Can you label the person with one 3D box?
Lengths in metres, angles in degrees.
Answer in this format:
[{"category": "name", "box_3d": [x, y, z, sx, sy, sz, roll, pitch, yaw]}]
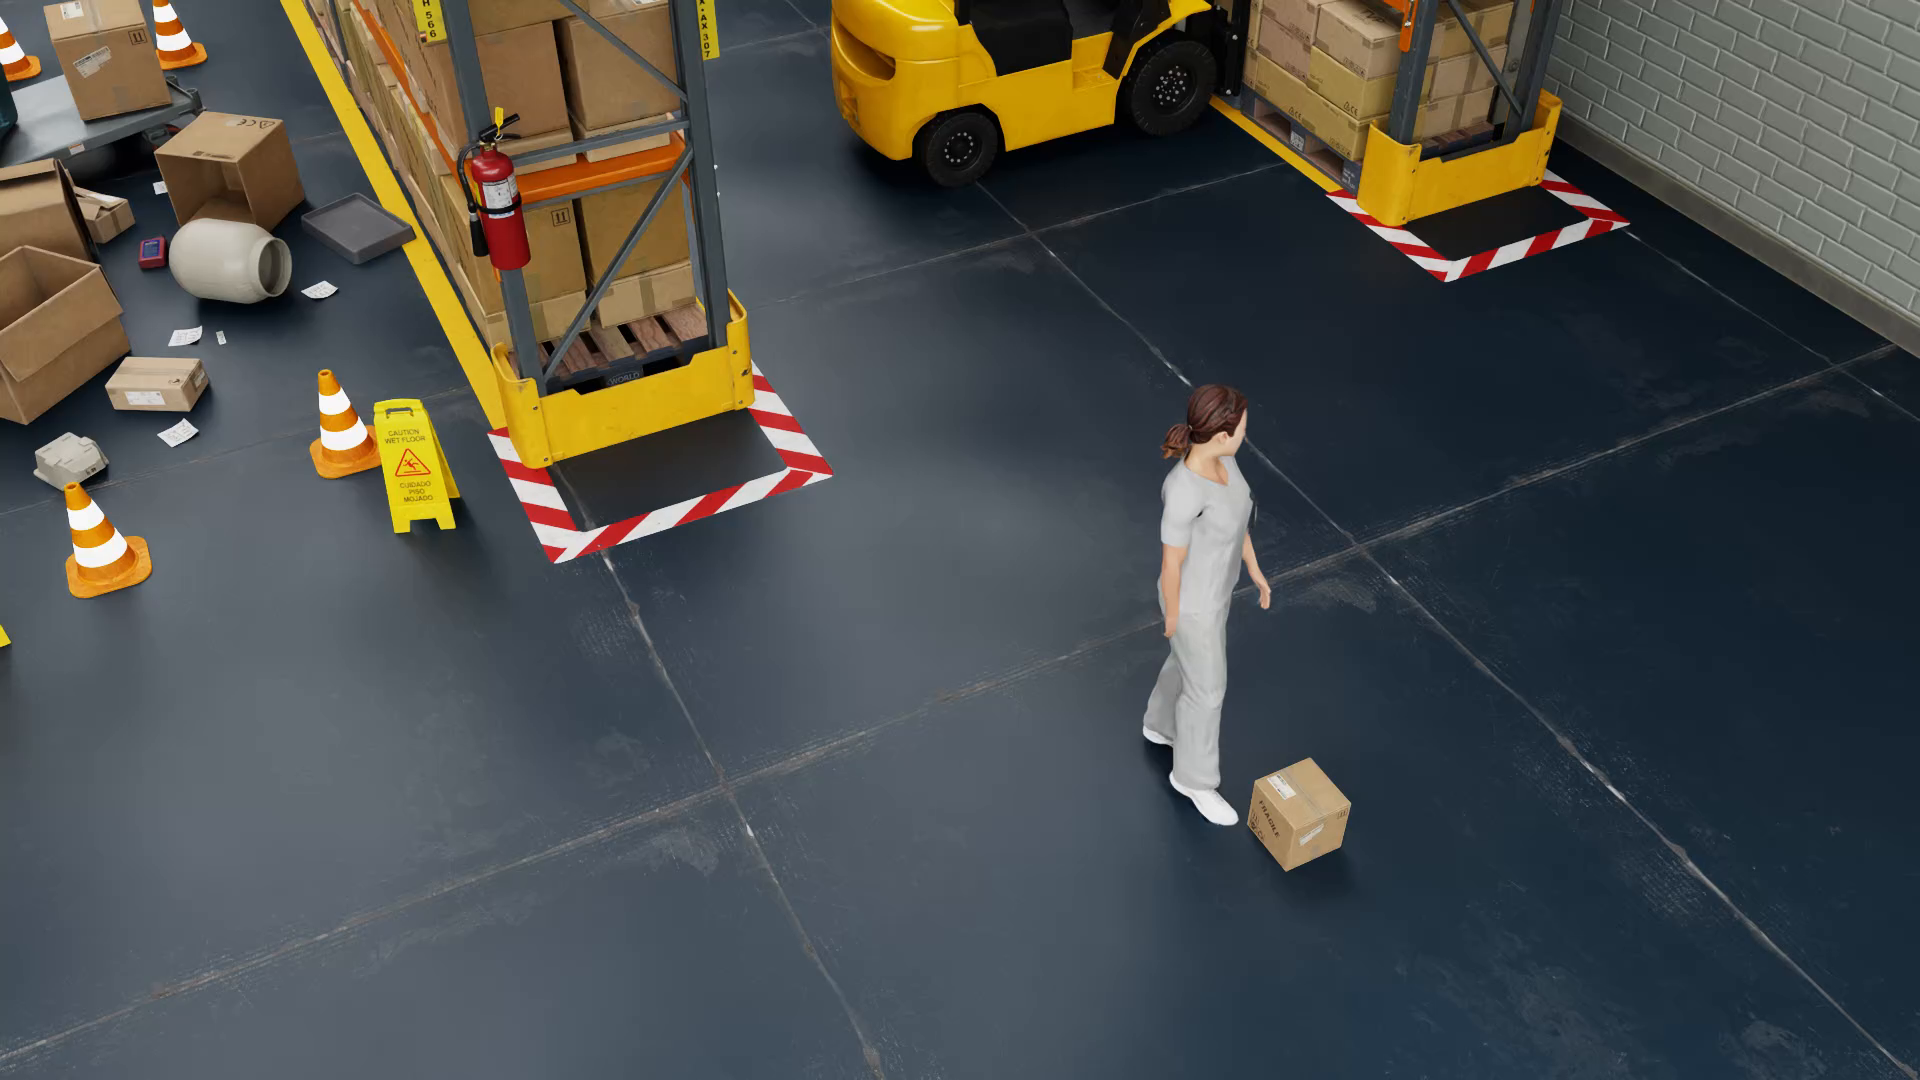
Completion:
[{"category": "person", "box_3d": [0.900, 0.220, 5.912, 0.544, 1.694, 0.522, 19, 45, 20]}]
